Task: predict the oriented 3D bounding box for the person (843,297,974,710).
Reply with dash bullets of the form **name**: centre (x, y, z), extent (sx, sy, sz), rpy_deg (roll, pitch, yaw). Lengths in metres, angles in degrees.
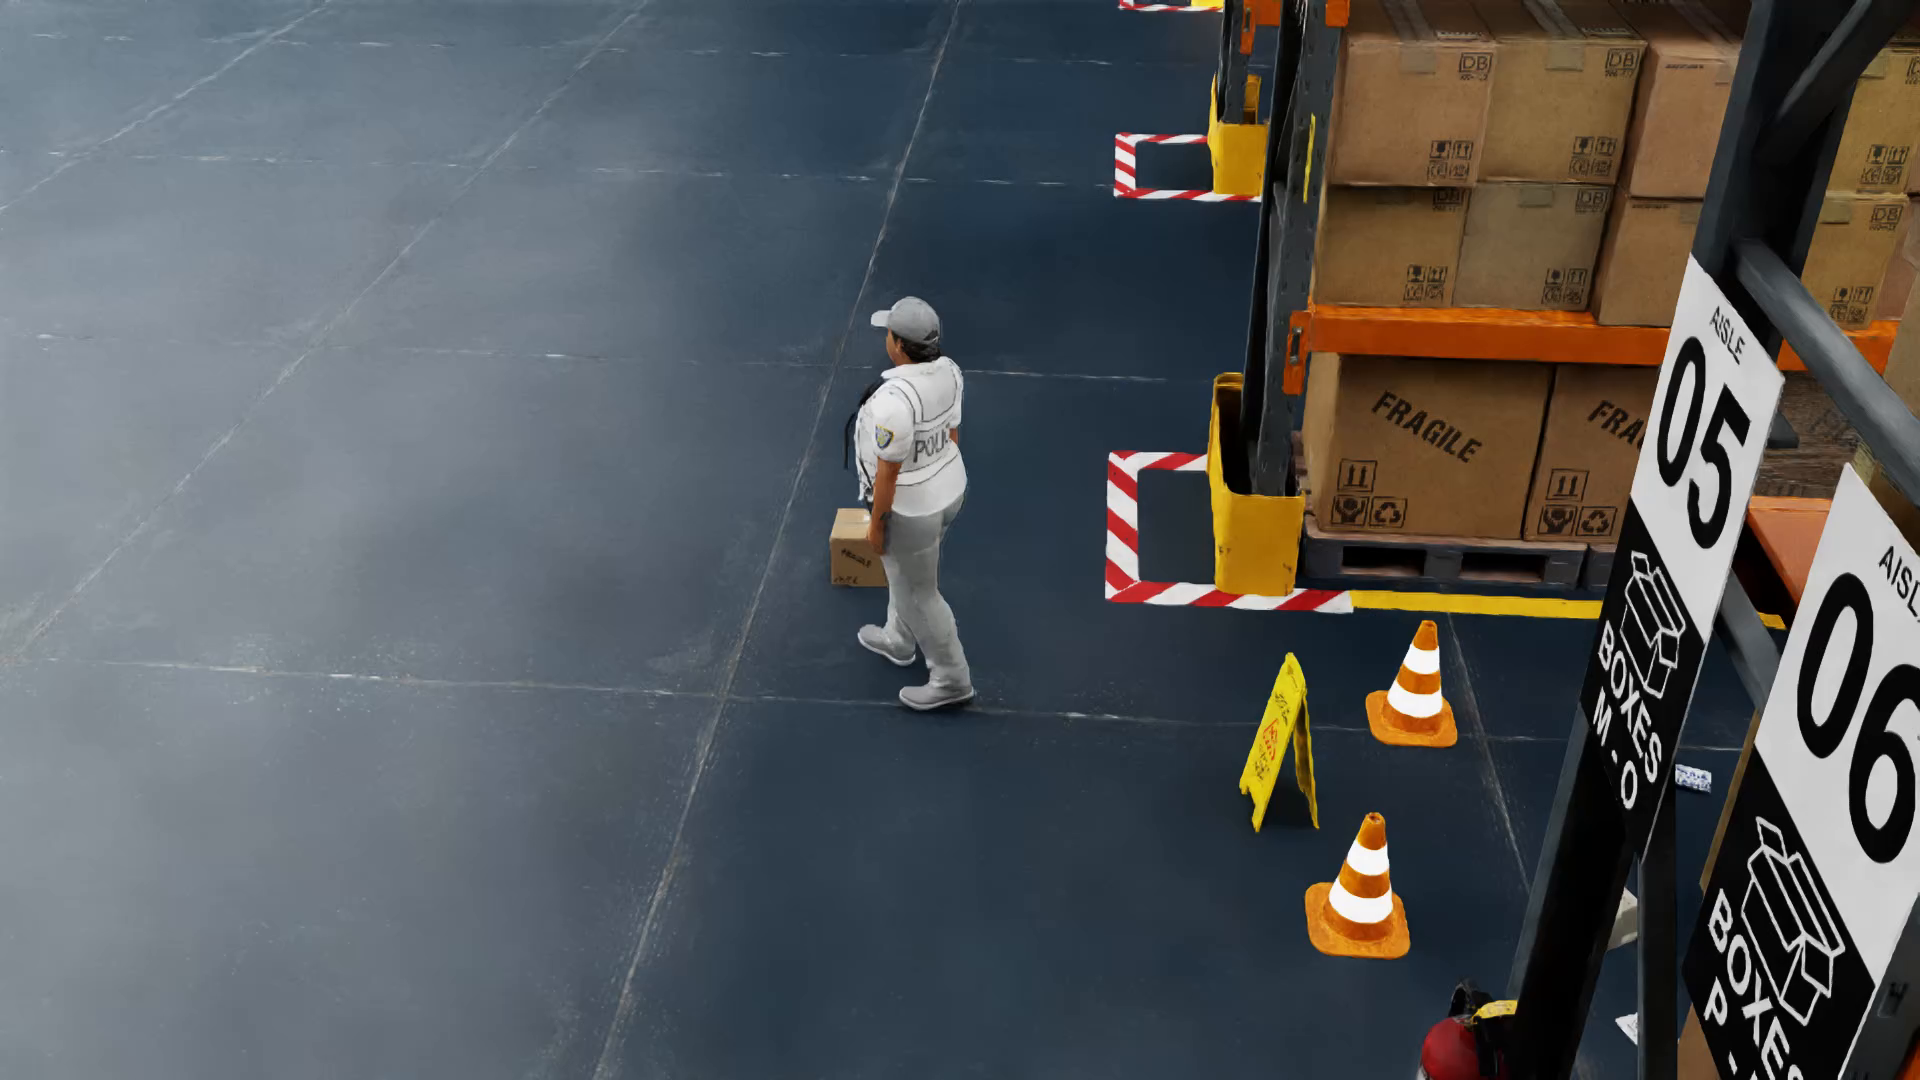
- **person**: centre (-0.202, -0.148, 6.357), extent (0.643, 1.654, 0.470), rpy_deg (16, 35, 23)
